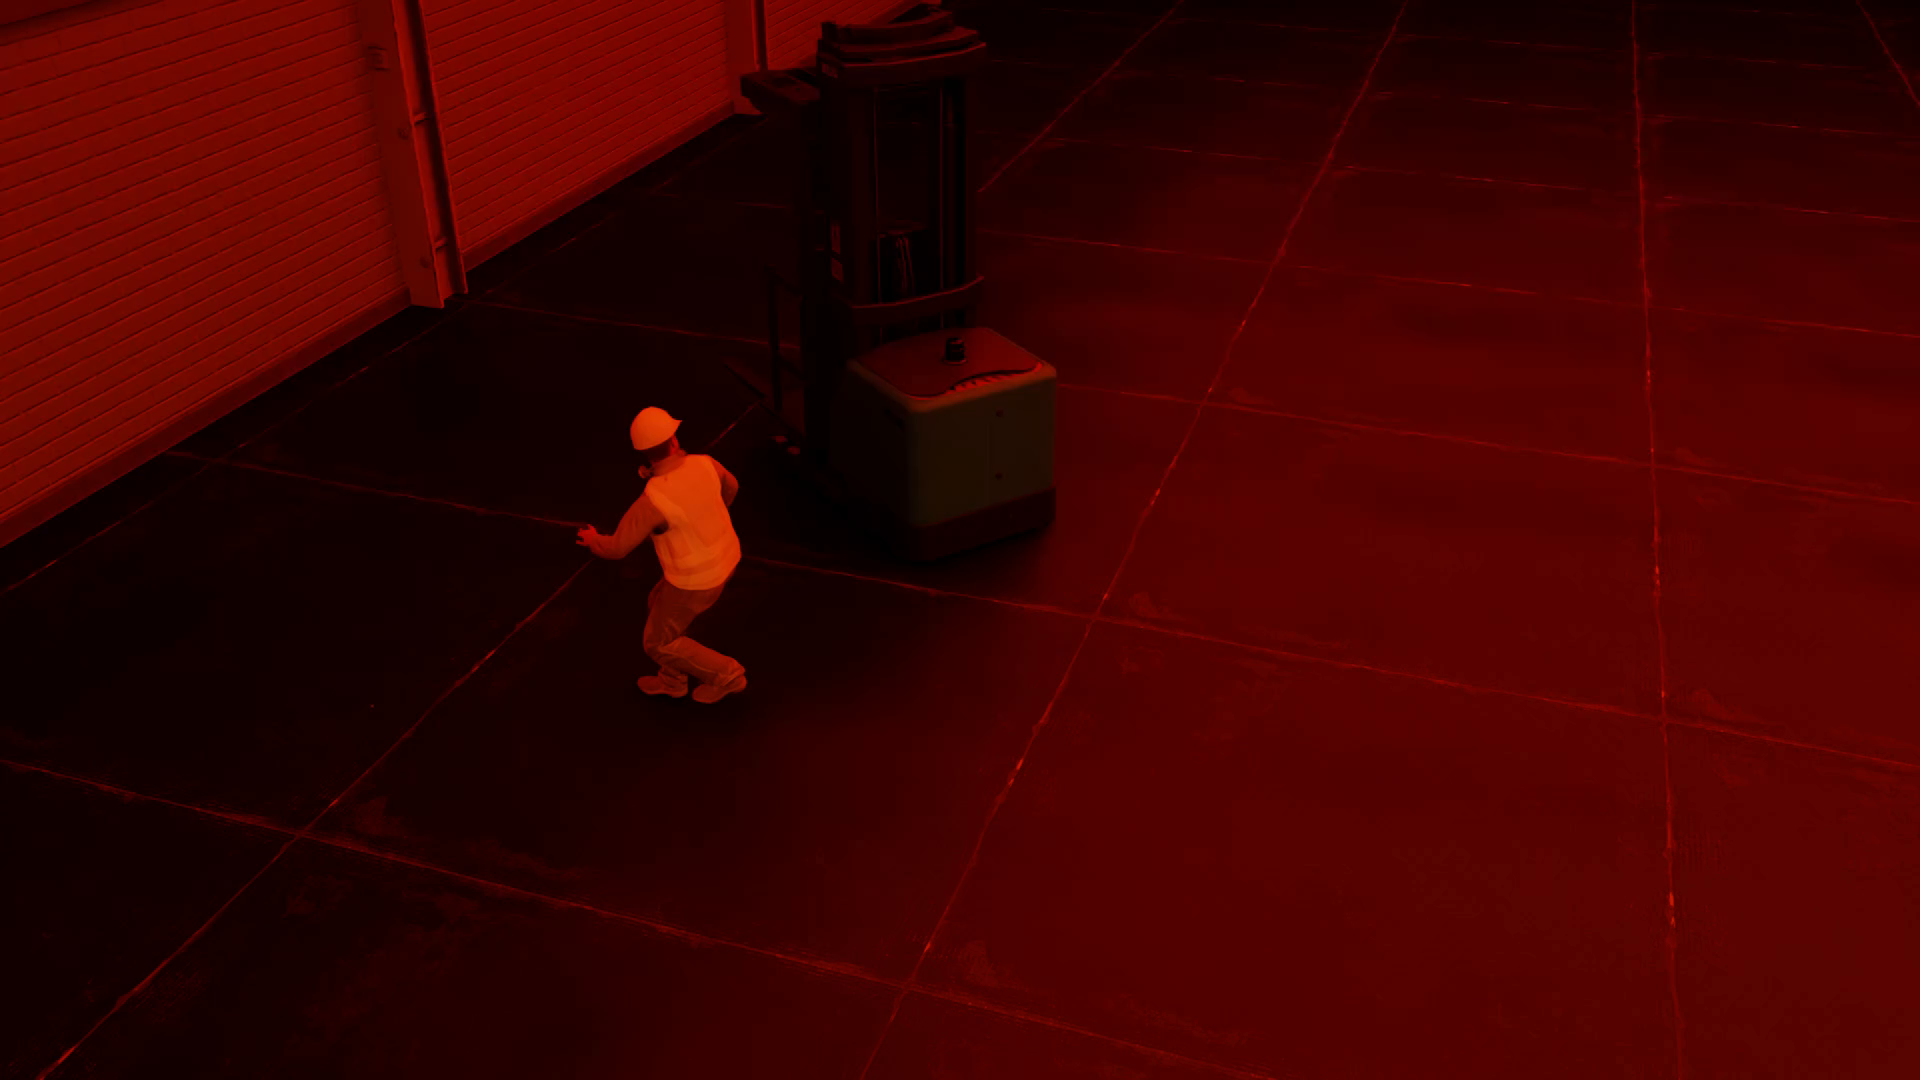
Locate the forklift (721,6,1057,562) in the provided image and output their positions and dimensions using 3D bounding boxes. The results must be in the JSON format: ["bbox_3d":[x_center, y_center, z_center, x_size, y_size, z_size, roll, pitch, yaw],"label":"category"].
[{"bbox_3d":[-0.626,-1.832,10.351,1.130,2.935,3.031,-17,34,-28],"label":"forklift"}]

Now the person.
[{"bbox_3d":[-1.458,0.063,8.330,0.805,1.643,0.849,10,31,17],"label":"person"}]
